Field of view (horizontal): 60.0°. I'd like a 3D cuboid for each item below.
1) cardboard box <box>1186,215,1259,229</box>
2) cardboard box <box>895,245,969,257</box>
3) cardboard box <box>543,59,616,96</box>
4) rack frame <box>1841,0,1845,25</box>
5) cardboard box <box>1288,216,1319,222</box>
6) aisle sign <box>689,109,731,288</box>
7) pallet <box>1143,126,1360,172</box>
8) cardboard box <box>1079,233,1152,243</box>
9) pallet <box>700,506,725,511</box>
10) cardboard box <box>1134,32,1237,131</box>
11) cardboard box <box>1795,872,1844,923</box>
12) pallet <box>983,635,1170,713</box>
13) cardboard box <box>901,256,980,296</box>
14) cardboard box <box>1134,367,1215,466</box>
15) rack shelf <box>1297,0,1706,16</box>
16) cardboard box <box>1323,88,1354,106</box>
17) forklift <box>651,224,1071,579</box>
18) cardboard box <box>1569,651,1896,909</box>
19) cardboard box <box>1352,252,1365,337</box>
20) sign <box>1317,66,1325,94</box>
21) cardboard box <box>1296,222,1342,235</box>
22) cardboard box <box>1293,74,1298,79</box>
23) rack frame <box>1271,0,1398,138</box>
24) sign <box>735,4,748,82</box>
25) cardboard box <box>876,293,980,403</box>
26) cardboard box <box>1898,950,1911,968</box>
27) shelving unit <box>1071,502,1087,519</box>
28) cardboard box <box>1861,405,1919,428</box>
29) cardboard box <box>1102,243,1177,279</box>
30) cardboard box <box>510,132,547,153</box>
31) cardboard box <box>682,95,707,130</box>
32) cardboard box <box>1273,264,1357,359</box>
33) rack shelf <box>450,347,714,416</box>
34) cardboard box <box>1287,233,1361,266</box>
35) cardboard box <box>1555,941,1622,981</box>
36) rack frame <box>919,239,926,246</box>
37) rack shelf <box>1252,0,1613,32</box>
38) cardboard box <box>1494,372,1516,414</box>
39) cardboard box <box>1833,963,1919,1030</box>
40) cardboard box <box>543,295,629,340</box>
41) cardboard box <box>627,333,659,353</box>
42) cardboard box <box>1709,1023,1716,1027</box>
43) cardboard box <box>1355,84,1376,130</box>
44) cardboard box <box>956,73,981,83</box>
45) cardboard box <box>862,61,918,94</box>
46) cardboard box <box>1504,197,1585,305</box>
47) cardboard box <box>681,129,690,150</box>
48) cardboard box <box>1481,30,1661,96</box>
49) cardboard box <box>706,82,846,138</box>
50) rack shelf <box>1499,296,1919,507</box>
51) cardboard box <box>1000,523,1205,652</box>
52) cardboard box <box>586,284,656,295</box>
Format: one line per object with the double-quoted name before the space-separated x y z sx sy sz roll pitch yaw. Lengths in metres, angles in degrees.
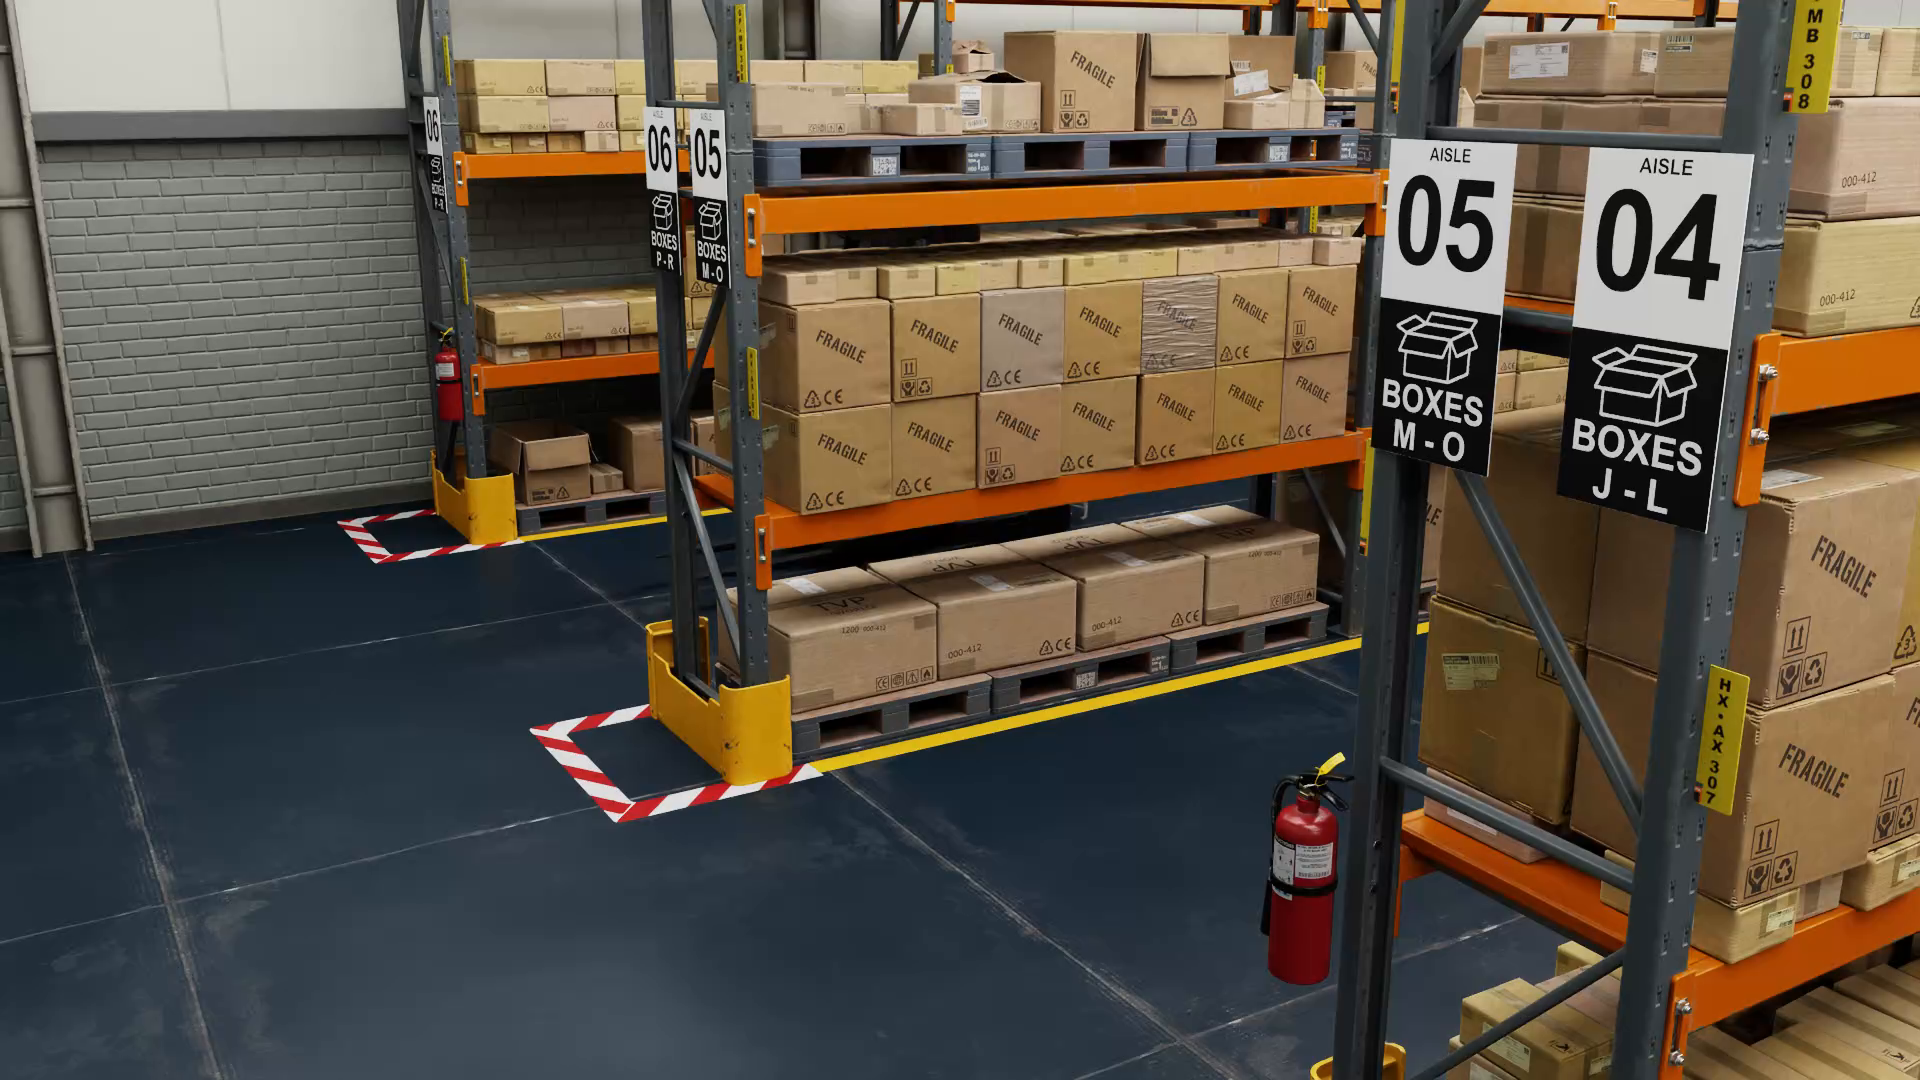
"cardboard box" 2.538 -2.873 16.138 0.500 0.500 0.500 -8 18 -27
"cardboard box" -0.153 -1.478 8.885 0.250 0.149 0.380 -9 18 -30
"cardboard box" -2.842 -3.372 12.125 0.500 0.250 0.500 -9 18 -30
"rack frame" 9.917 -6.659 19.492 0.127 3.000 1.000 -9 18 -30
"cardboard box" 3.401 -3.173 16.784 0.250 0.149 0.380 -9 18 -28
"aisle sign" -1.150 -1.573 7.647 0.004 0.787 0.394 -9 18 -30
"pallet" 1.484 -2.244 9.466 1.213 0.211 1.003 -9 18 -30
"cardboard box" 0.890 -1.677 9.595 0.250 0.149 0.380 -10 18 -31
"pallet" -2.005 -0.493 13.779 1.213 0.211 1.003 -9 18 -30
"cardboard box" 1.051 -2.504 9.072 0.637 0.503 0.797 -8 17 -25
"cardboard box" 2.041 0.840 4.321 0.250 0.149 0.380 -8 18 -28
"pallet" 0.452 0.647 9.711 1.213 0.211 1.003 -9 18 -30
"cardboard box" -0.105 -1.329 8.352 0.250 0.149 0.380 -10 18 -32
"cardboard box" 1.063 -0.733 9.281 0.500 0.500 0.500 -10 18 -31
"rack shelf" 3.905 -3.582 10.589 4.000 0.370 1.077 -9 18 -30
"cardboard box" 3.515 -4.218 15.814 0.250 0.166 0.380 -9 18 -30
"forklift" -0.670 -1.263 11.485 3.031 2.935 1.130 -11 19 -35
"cardboard box" 1.925 0.543 4.178 0.500 0.500 0.500 -8 18 -27
"cardboard box" 2.716 -1.478 10.089 0.500 0.500 0.500 -9 18 -29
"sign" 3.338 -4.225 15.411 0.005 0.325 0.100 -9 18 -30
"cardboard box" 3.485 -2.995 16.149 0.250 0.149 0.380 -9 18 -28
"cardboard box" 2.918 -4.249 15.441 0.250 0.149 0.380 -9 18 -28
"rack frame" 2.191 -3.843 9.446 0.127 3.000 1.000 -9 18 -30
"sign" -0.957 -2.172 7.278 0.005 0.325 0.100 -9 18 -30
"cardboard box" -0.241 -1.002 8.389 0.500 0.500 0.500 -10 18 -31
"cardboard box" 3.260 1.369 5.922 0.250 0.149 0.380 -9 18 -30
"shelving unit" 0.721 -0.730 12.791 0.503 1.200 0.258 -11 19 -35
"cardboard box" 2.806 -0.079 4.547 0.500 0.500 0.500 -10 18 -31
"cardboard box" 0.962 -1.516 9.023 0.250 0.149 0.380 -10 18 -31
"cardboard box" -3.193 -2.902 12.114 0.250 0.149 0.380 -9 18 -29
"cardboard box" -1.975 -3.281 12.726 0.500 0.250 0.500 -10 18 -31
"cardboard box" 1.928 -1.354 9.646 0.500 0.500 0.500 -9 18 -30
"rack shelf" -2.083 -1.478 13.456 4.000 0.370 1.077 -9 18 -30
"cardboard box" 2.091 -1.680 9.605 0.250 0.149 0.380 -10 18 -31
"cardboard box" 2.123 1.398 5.267 0.250 0.149 0.380 -10 18 -31
"rack frame" -0.369 -2.102 14.351 0.127 3.000 1.000 -9 18 -30
"rack shelf" 4.774 -5.286 16.668 4.000 0.370 1.077 -9 18 -30
"cardboard box" 3.147 -0.954 10.535 0.500 0.250 0.500 -10 18 -31
"cardboard box" 2.891 1.461 5.041 0.250 0.149 0.380 -8 18 -28
"cardboard box" -2.838 -1.688 12.601 0.500 0.250 0.500 -9 18 -29
"cardboard box" -2.500 -1.557 12.873 0.250 0.149 0.380 -9 18 -29
"cardboard box" 2.148 1.548 5.281 0.250 0.149 0.380 -10 19 -32
"cardboard box" 2.838 -2.729 10.417 0.500 0.311 0.500 -9 18 -30
"cardboard box" 0.113 -3.759 13.656 0.250 0.149 0.380 -9 18 -28
"cardboard box" -0.677 -3.732 13.410 0.500 0.250 0.500 -9 18 -30
"cardboard box" 1.652 -0.763 4.296 0.500 0.250 0.500 -10 18 -31
"cardboard box" -2.040 -3.051 12.643 0.250 0.149 0.380 -9 18 -30
"cardboard box" 1.531 -1.186 4.139 0.250 0.149 0.380 -9 18 -30
"cardboard box" -0.899 -2.104 8.115 0.500 0.250 0.500 -11 19 -35
"rack shelf" 3.112 -0.643 4.921 4.000 0.370 1.077 -9 18 -30
"cardboard box" 0.830 0.264 9.878 0.875 0.438 0.875 -10 18 -31
"cardboard box" -2.670 -1.881 13.291 0.500 0.250 0.500 -9 18 -28
